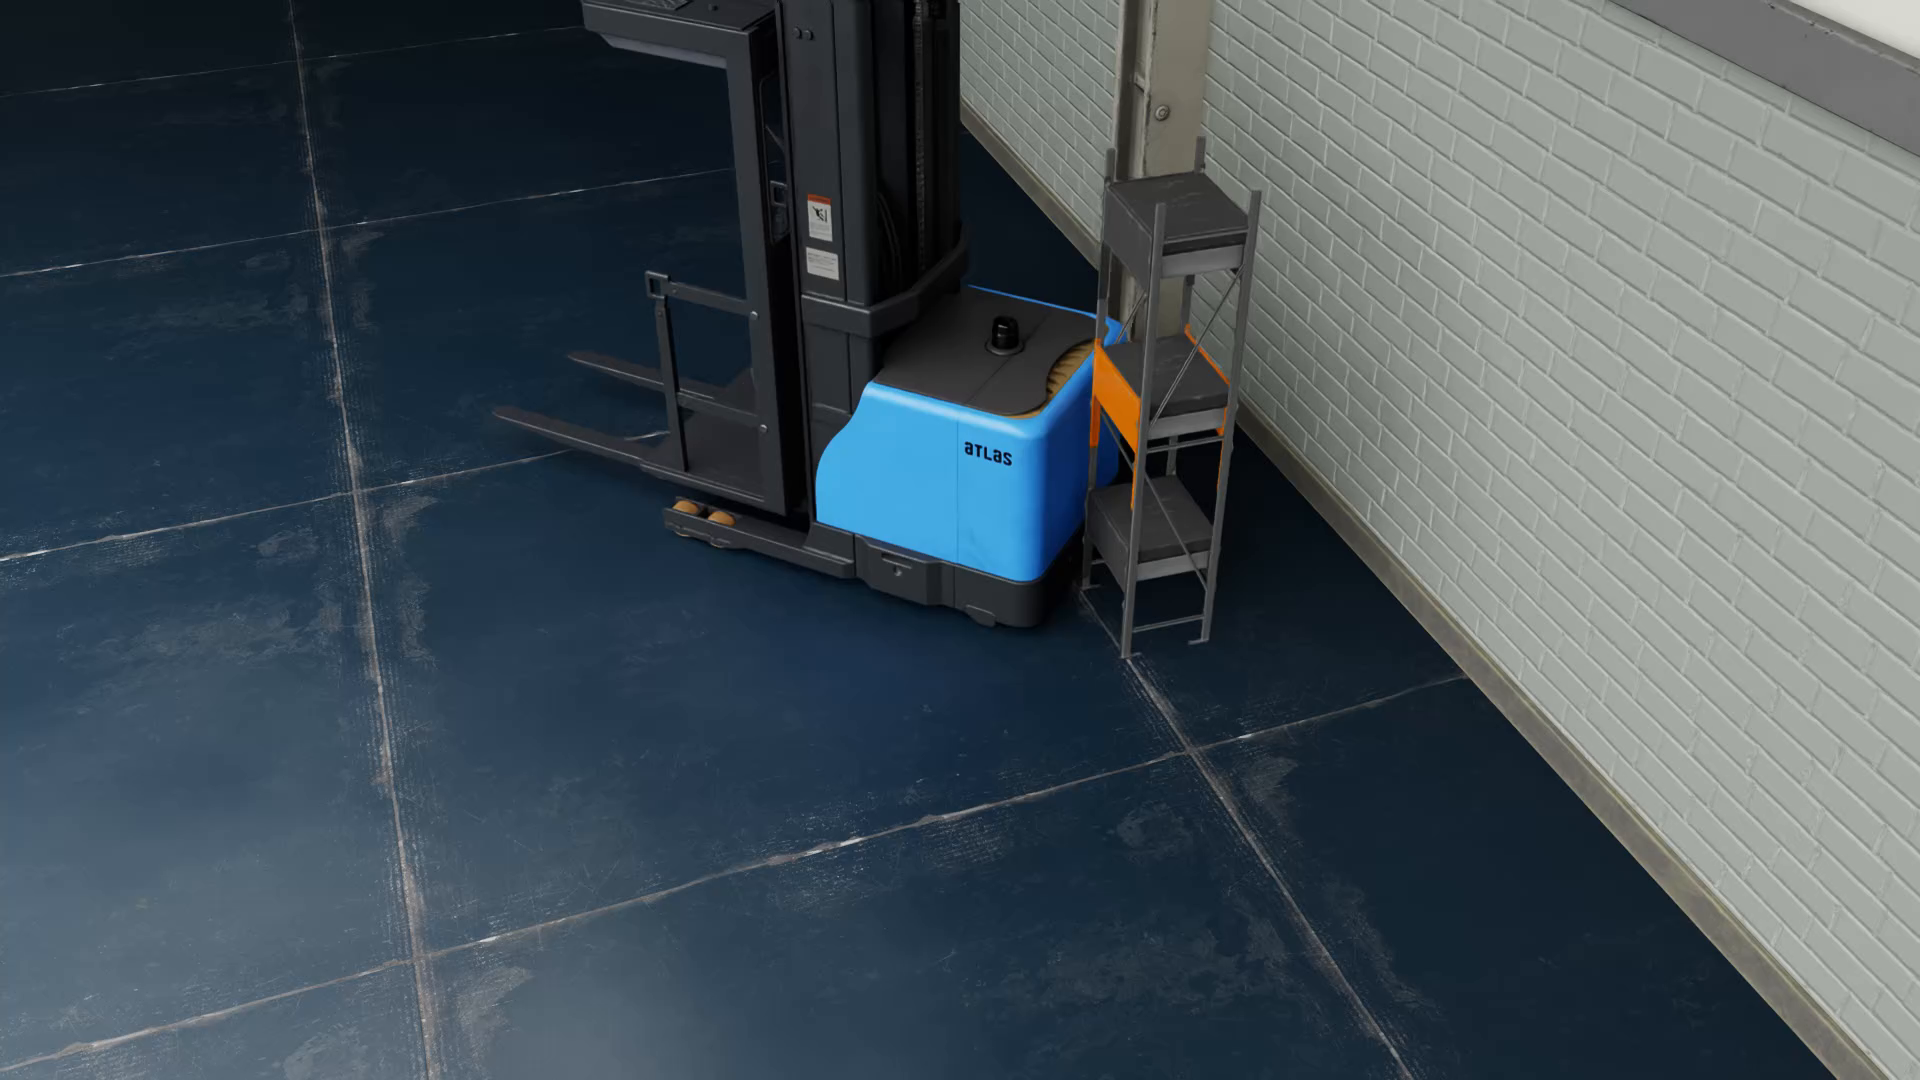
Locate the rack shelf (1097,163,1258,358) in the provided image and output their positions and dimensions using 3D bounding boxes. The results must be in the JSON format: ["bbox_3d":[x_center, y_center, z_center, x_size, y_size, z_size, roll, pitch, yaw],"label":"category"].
[{"bbox_3d":[0.808,-1.058,6.269,0.431,0.518,0.480,-10,38,-14],"label":"rack shelf"}]

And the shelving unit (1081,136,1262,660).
[{"bbox_3d":[0.808,-0.510,6.682,0.431,2.100,0.503,-10,38,-14],"label":"shelving unit"}]

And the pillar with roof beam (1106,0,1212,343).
[{"bbox_3d":[-3.047,-3.800,5.315,9.100,9.000,0.400,-12,39,-16],"label":"pillar with roof beam"}]

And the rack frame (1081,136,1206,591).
[{"bbox_3d":[0.737,-0.650,6.868,0.400,2.100,0.015,-10,38,-14],"label":"rack frame"}]

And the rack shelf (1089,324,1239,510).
[{"bbox_3d":[0.808,-0.499,6.690,0.431,0.518,0.480,-10,38,-14],"label":"rack shelf"}]

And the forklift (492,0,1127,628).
[{"bbox_3d":[-0.812,-1.401,7.174,3.031,2.935,1.130,17,40,21],"label":"forklift"}]

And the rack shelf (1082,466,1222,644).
[{"bbox_3d":[0.808,0.060,7.111,0.431,0.518,0.480,-10,38,-14],"label":"rack shelf"}]

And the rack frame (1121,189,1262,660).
[{"bbox_3d":[0.880,-0.370,6.496,0.400,2.100,0.015,-10,38,-14],"label":"rack frame"}]
